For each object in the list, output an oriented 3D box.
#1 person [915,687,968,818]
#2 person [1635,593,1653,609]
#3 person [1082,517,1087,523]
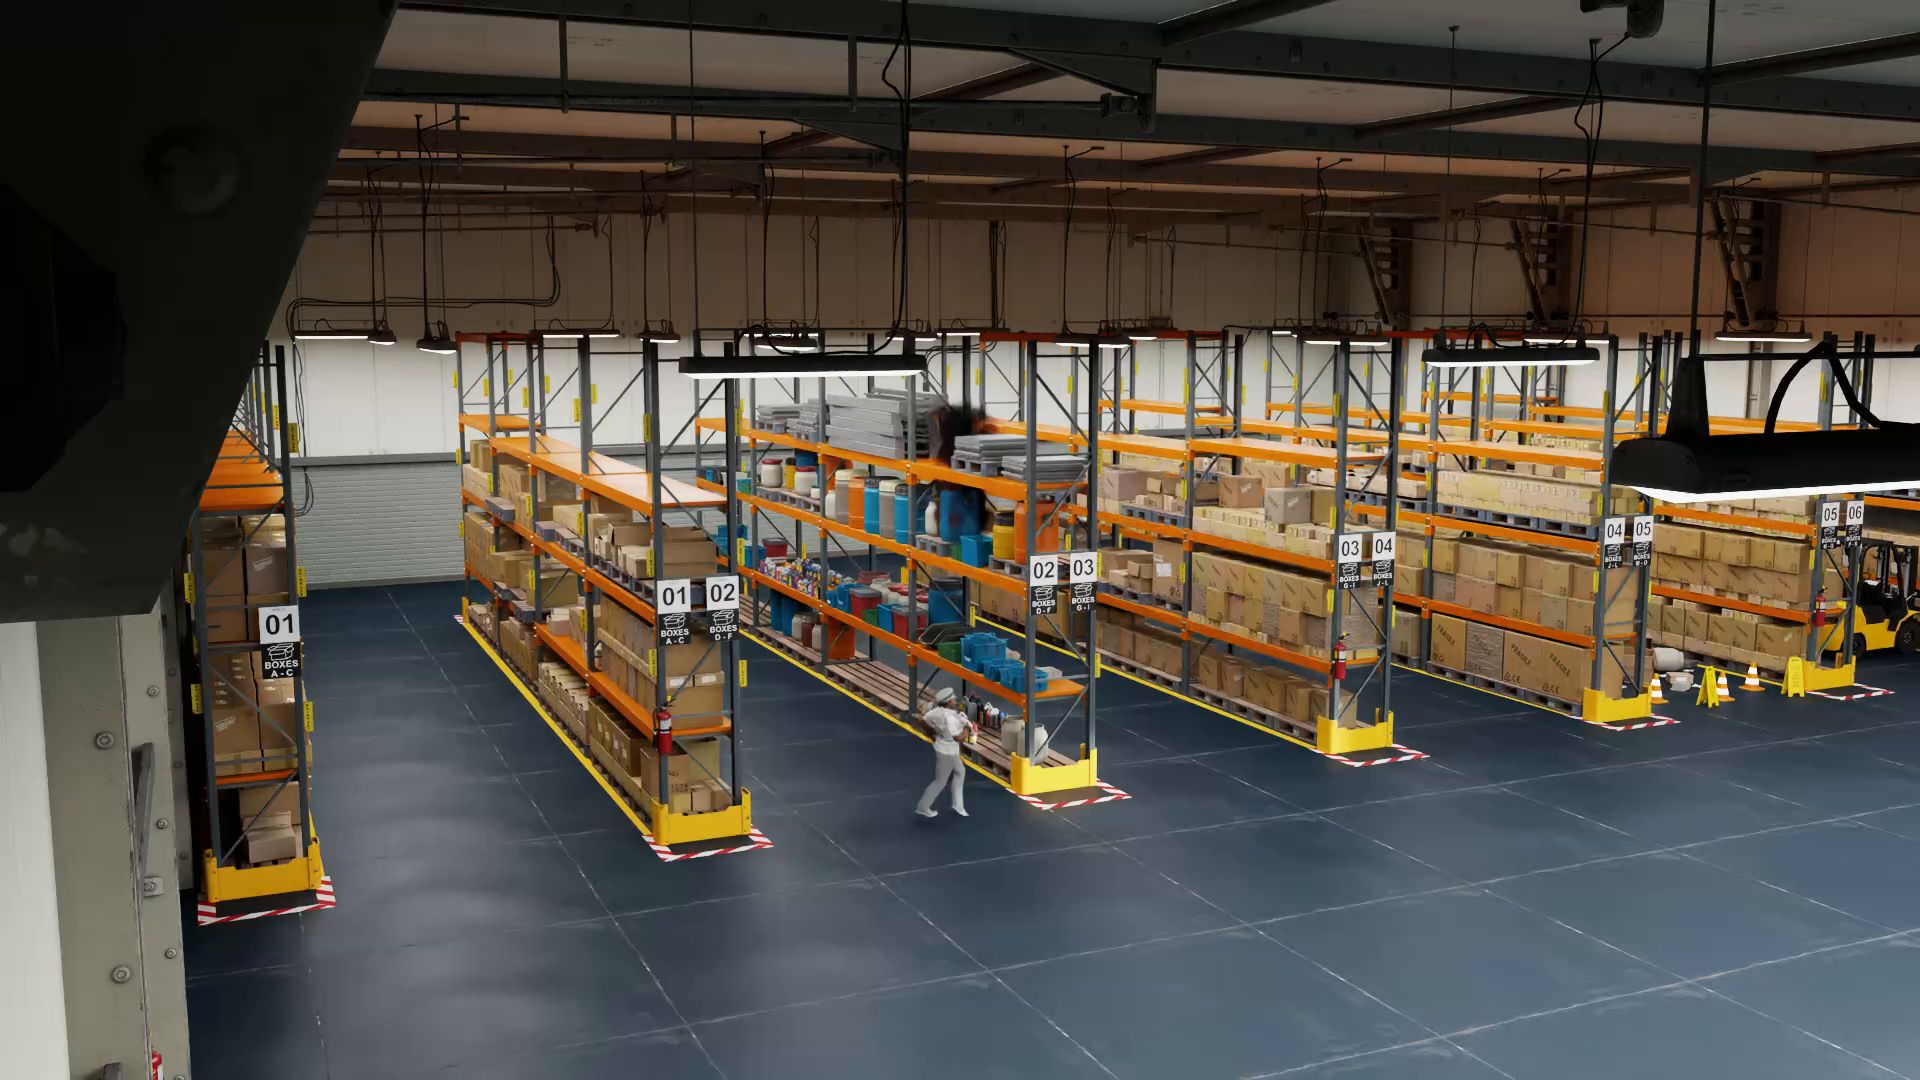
[{"bbox_3d":[-0.198,2.705,20.820,0.724,1.758,0.563,-2,8,-13],"label":"person"},{"bbox_3d":[14.018,0.903,33.969,0.652,1.797,0.880,-6,10,-37],"label":"person"},{"bbox_3d":[2.930,0.314,38.722,0.585,1.715,0.710,-4,9,-26],"label":"person"}]
